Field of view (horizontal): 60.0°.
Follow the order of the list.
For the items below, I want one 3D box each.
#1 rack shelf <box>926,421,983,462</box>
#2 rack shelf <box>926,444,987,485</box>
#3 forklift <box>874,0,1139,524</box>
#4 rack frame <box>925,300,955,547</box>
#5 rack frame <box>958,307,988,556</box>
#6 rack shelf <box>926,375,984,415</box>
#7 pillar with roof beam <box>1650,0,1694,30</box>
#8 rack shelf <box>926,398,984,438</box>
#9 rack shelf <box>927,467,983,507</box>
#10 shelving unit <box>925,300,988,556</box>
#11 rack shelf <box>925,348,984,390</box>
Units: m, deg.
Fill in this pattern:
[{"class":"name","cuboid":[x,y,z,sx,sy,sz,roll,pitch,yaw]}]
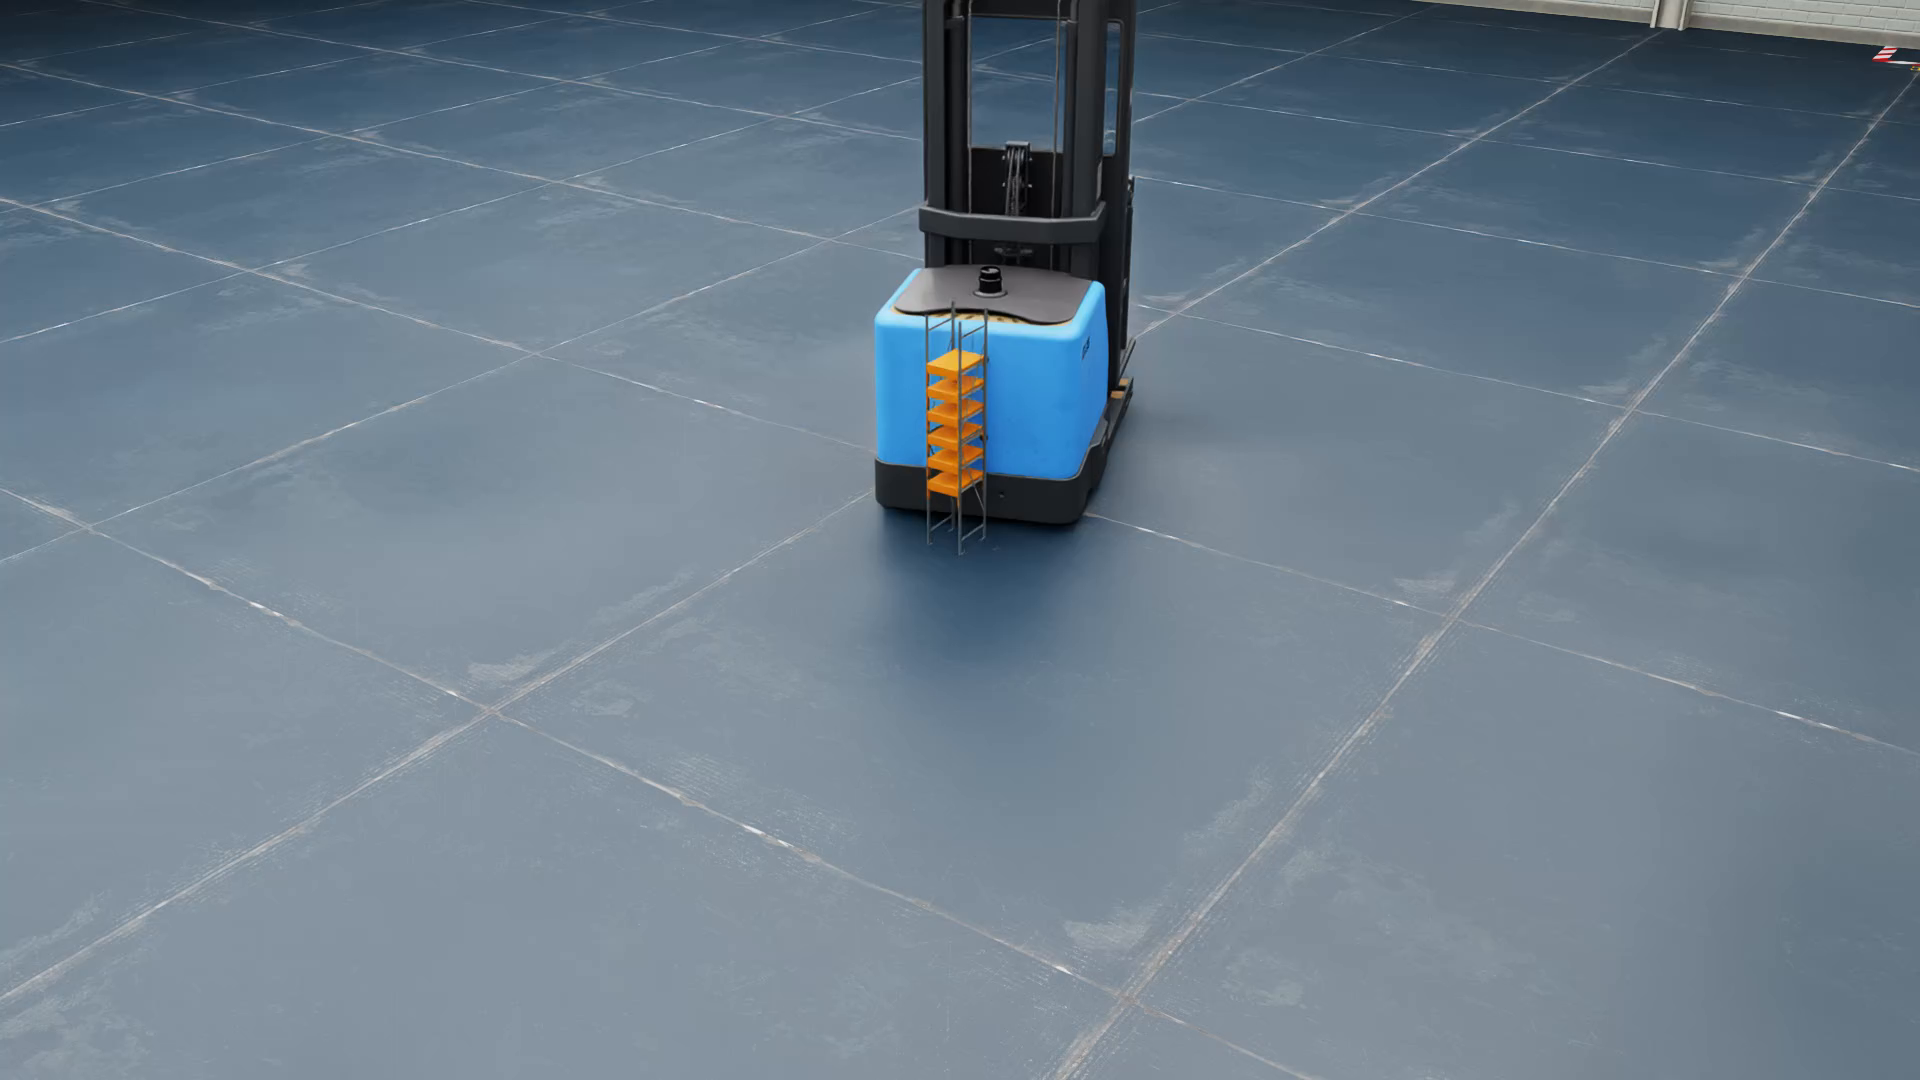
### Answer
[{"class":"rack shelf","cuboid":[-0.016,-0.483,7.975,0.180,0.103,0.258,17,31,29]},{"class":"rack shelf","cuboid":[-0.016,-0.376,8.029,0.180,0.103,0.258,17,31,29]},{"class":"forklift","cuboid":[0.403,-2.035,9.016,1.130,2.935,3.031,6,28,12]},{"class":"rack frame","cuboid":[-0.093,-0.546,7.999,0.006,1.200,0.240,17,31,29]},{"class":"rack frame","cuboid":[0.060,-0.500,7.910,0.006,1.200,0.240,17,31,29]},{"class":"rack shelf","cuboid":[-0.016,-0.697,7.866,0.180,0.103,0.258,17,31,29]},{"class":"pillar with roof beam","cuboid":[6.499,-8.866,15.749,0.400,9.000,9.100,17,32,30]},{"class":"rack shelf","cuboid":[-0.016,-0.590,7.920,0.180,0.103,0.258,17,31,29]},{"class":"rack shelf","cuboid":[-0.016,-0.270,8.084,0.180,0.103,0.258,17,31,29]},{"class":"shelving unit","cuboid":[-0.016,-0.523,7.955,0.189,1.200,0.258,17,31,29]},{"class":"rack shelf","cuboid":[-0.016,-0.804,7.812,0.180,0.103,0.258,17,31,29]}]
